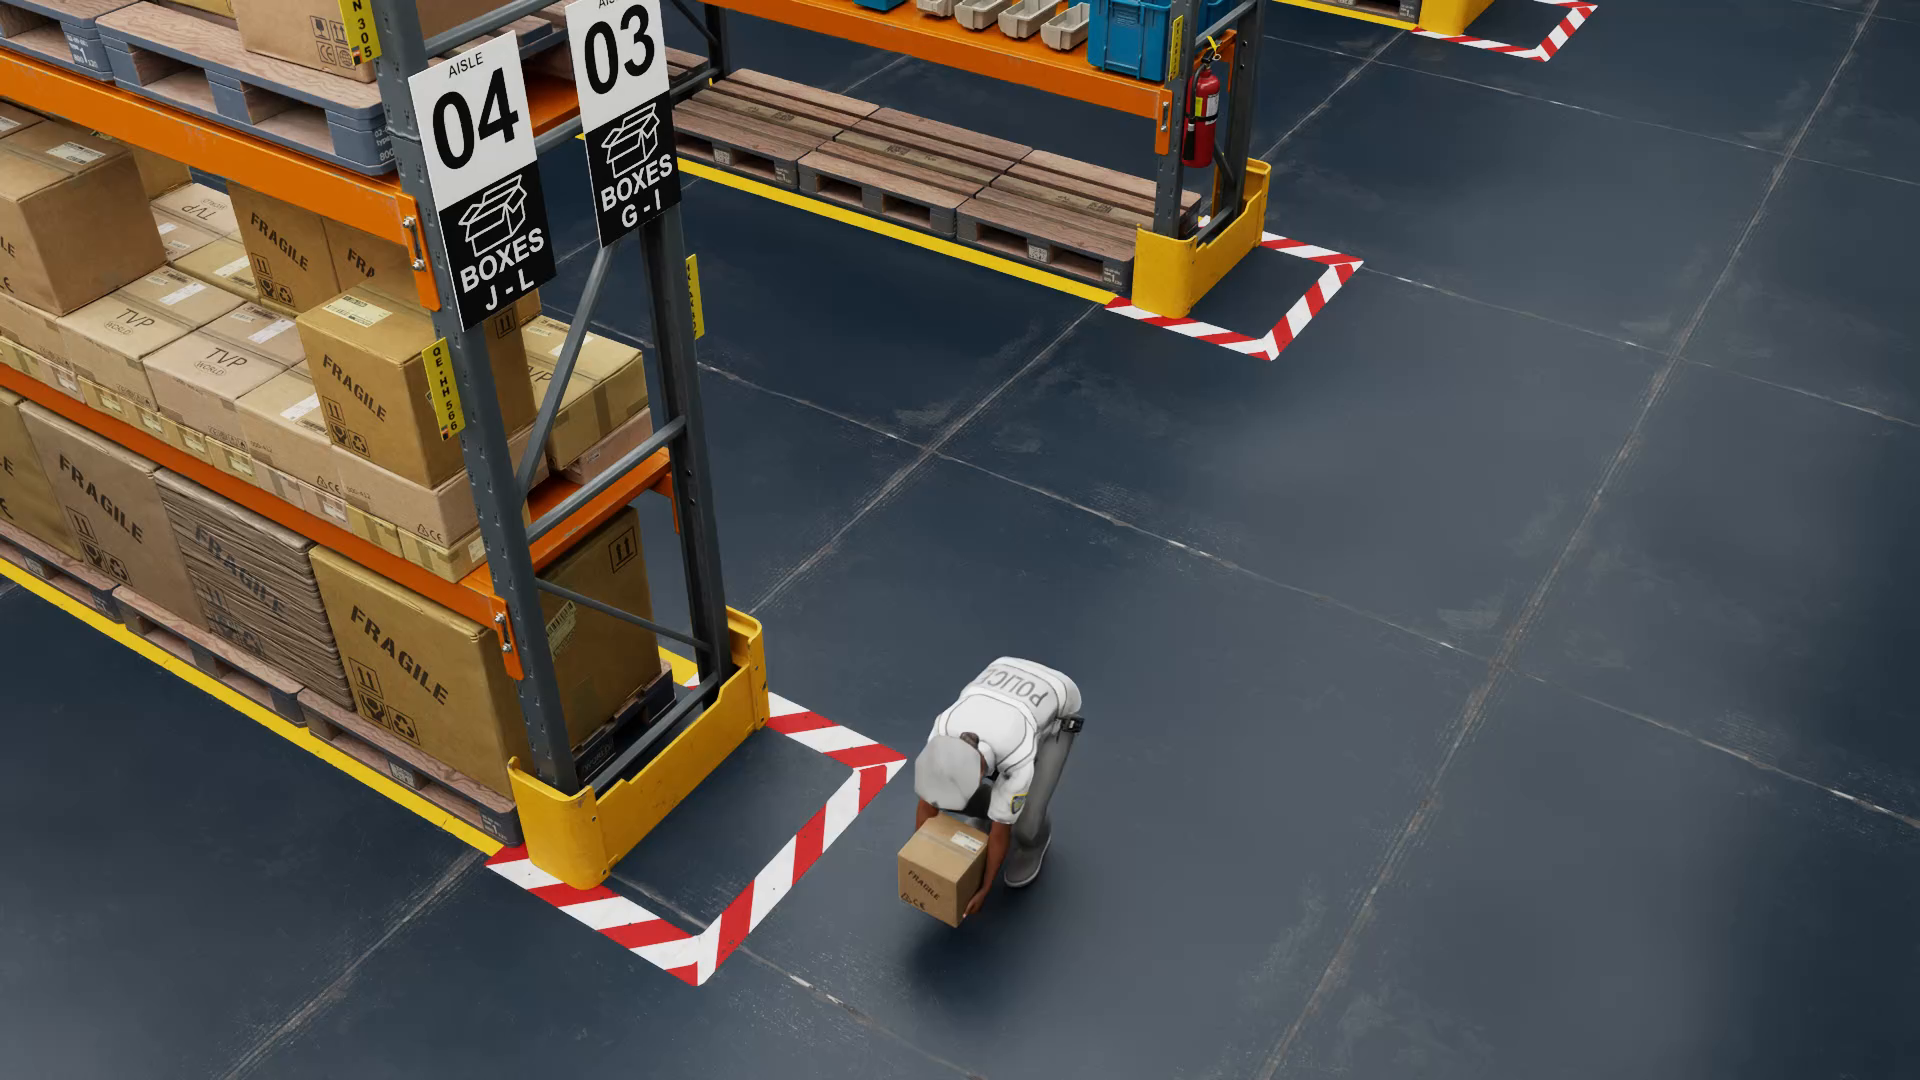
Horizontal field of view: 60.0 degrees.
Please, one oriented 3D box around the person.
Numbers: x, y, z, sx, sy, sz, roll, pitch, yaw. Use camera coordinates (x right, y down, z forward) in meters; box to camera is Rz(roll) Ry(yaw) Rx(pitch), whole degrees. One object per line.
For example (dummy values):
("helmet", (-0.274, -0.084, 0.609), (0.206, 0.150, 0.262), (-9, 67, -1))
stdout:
("person", (0.113, 0.893, 6.116), (0.457, 0.979, 0.916), (20, 43, 23))
